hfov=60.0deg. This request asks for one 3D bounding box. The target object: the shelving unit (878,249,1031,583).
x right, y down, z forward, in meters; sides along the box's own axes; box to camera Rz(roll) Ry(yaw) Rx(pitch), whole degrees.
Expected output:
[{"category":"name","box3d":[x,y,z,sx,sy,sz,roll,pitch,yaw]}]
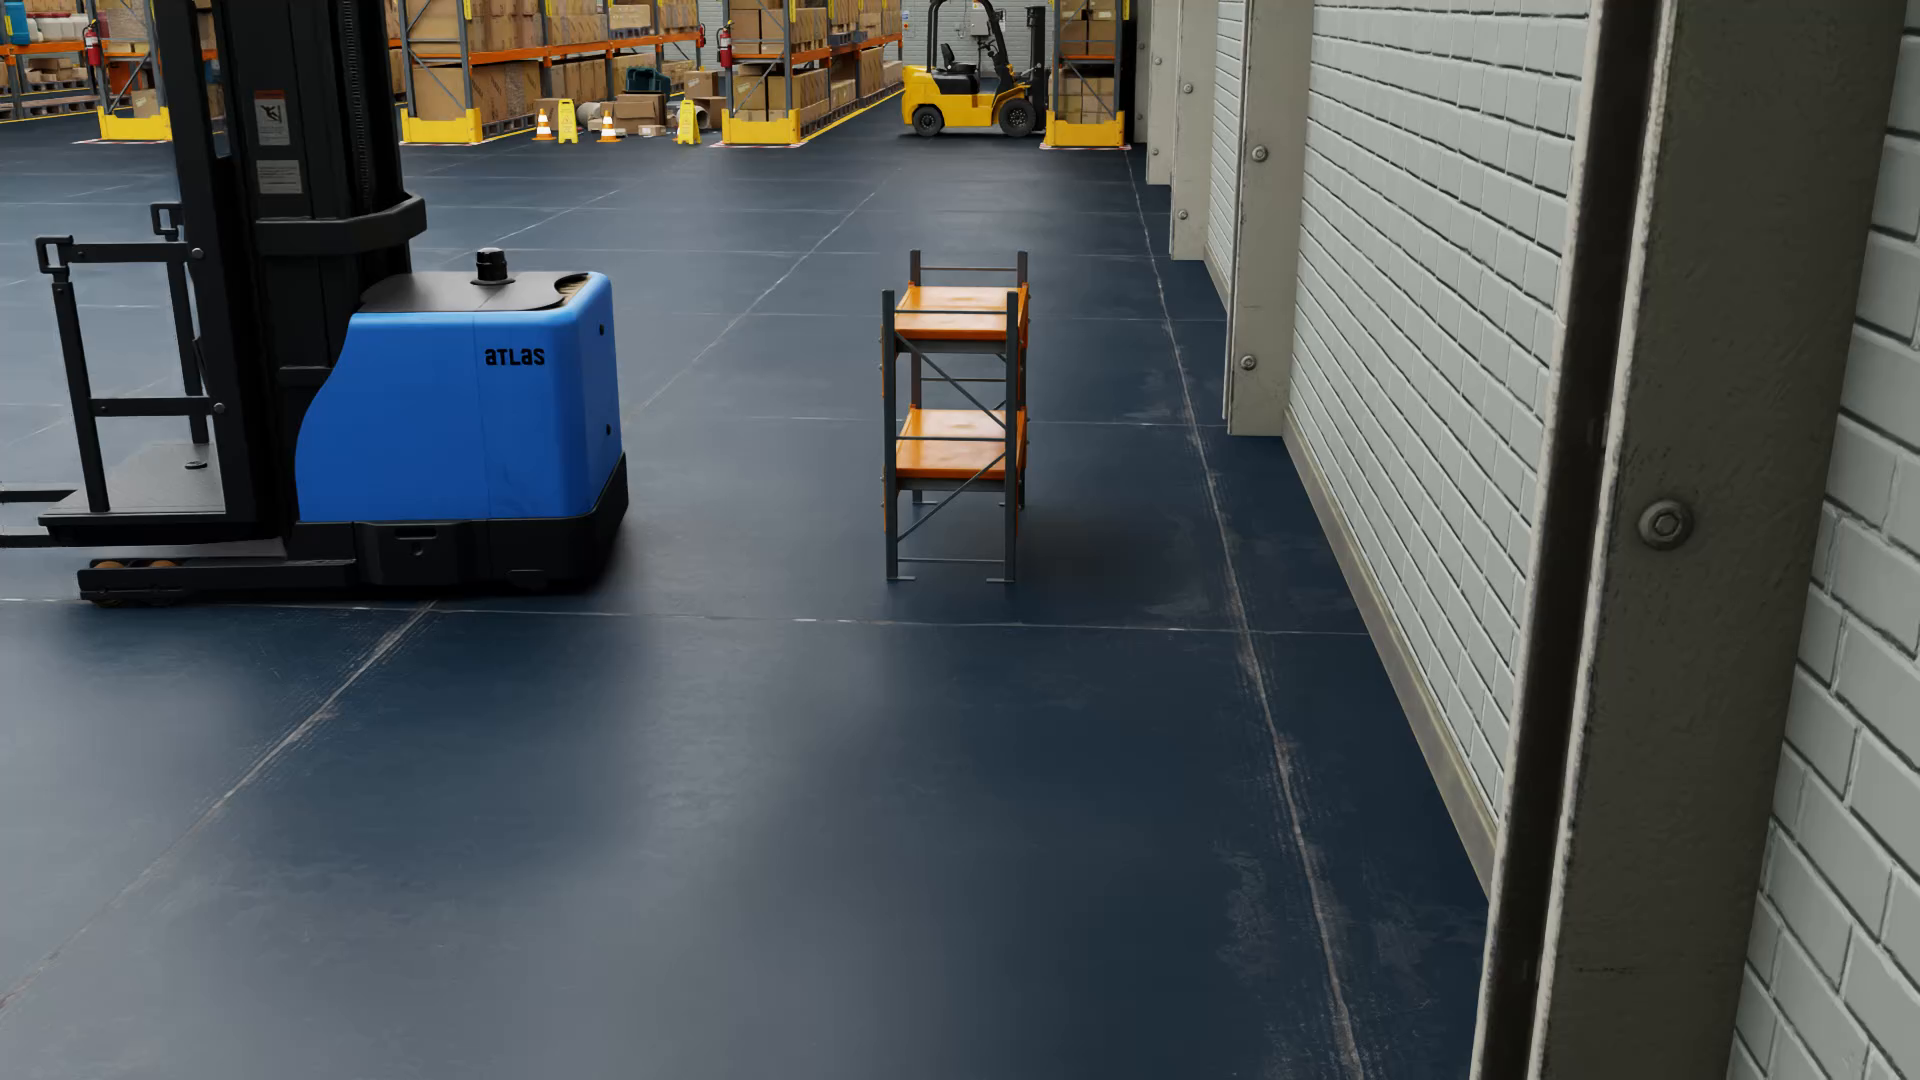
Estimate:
[{"category":"shelving unit","box3d":[0.000,-0.537,6.754,0.538,1.125,1.048,1,18,4]}]

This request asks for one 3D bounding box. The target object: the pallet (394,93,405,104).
[{"category":"pallet","box3d":[-12.237,-9.153,34.517,1.003,0.211,1.213,1,18,4]}]

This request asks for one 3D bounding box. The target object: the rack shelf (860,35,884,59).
[{"category":"rack shelf","box3d":[-2.340,-10.293,34.673,1.077,0.370,4.000,1,18,4]}]

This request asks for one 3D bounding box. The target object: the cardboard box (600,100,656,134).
[{"category":"cardboard box","box3d":[-5.456,-6.945,27.309,0.797,0.503,0.637,-13,22,-34]}]

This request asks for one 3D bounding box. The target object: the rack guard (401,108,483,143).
[{"category":"rack guard","box3d":[-8.003,-6.413,25.691,1.175,0.500,0.348,1,18,4]}]

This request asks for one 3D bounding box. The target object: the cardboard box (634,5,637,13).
[{"category":"cardboard box","box3d":[-7.054,-11.247,35.205,0.380,0.149,0.250,1,18,2]}]

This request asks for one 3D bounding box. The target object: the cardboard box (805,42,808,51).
[{"category":"cardboard box","box3d":[-2.666,-7.993,26.904,0.380,0.149,0.250,1,18,2]}]

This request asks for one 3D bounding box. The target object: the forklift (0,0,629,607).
[{"category":"forklift","box3d":[-2.911,-1.314,6.226,3.031,2.935,1.130,-1,18,-3]}]

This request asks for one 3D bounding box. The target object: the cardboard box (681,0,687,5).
[{"category":"cardboard box","box3d":[-6.704,-12.775,38.848,0.500,0.500,0.500,2,18,7]}]

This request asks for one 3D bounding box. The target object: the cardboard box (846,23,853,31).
[{"category":"cardboard box","box3d":[-2.225,-9.659,31.312,0.380,0.149,0.250,2,18,5]}]

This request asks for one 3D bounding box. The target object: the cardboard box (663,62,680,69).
[{"category":"cardboard box","box3d":[-6.782,-11.132,39.027,0.380,0.149,0.250,1,18,2]}]

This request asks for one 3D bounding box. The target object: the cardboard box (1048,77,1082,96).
[{"category":"cardboard box","box3d":[1.616,-6.937,25.413,0.500,0.250,0.500,2,18,6]}]

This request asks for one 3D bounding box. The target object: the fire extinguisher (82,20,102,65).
[{"category":"fire extinguisher","box3d":[-13.410,-7.688,25.693,0.296,0.674,0.183,1,18,4]}]

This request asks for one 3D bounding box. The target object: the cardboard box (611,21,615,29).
[{"category":"cardboard box","box3d":[-7.175,-10.391,33.546,0.380,0.149,0.250,2,18,7]}]

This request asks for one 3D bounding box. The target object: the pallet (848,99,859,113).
[{"category":"pallet","box3d":[-2.541,-8.446,32.359,1.003,0.211,1.213,1,18,4]}]

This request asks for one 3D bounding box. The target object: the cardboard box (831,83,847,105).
[{"category":"cardboard box","box3d":[-2.639,-8.324,31.056,0.950,0.372,0.625,2,18,6]}]

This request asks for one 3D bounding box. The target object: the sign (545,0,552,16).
[{"category":"sign","box3d":[-7.161,-9.287,28.932,0.100,0.325,0.005,1,18,4]}]

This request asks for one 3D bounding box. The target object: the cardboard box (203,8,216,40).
[{"category":"cardboard box","box3d":[-12.832,-8.577,27.642,0.875,0.500,0.500,1,18,4]}]

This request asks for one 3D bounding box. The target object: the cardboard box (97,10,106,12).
[{"category":"cardboard box","box3d":[-21.436,-12.844,41.143,0.500,0.500,0.500,2,18,6]}]

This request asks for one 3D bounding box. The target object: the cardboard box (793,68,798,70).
[{"category":"cardboard box","box3d":[-3.082,-7.843,28.580,0.500,0.500,0.500,2,18,7]}]

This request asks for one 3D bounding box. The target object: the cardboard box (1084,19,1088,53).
[{"category":"cardboard box","box3d":[1.714,-7.786,25.708,0.500,0.500,0.500,2,18,6]}]

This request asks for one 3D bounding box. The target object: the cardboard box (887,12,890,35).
[{"category":"cardboard box","box3d":[-1.862,-11.600,37.345,0.500,0.500,0.500,1,18,4]}]

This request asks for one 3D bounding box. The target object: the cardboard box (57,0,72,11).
[{"category":"cardboard box","box3d":[-21.538,-12.842,39.533,0.500,0.500,0.500,2,18,6]}]

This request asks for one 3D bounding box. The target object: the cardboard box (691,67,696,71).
[{"category":"cardboard box","box3d":[-6.608,-11.393,40.302,0.380,0.149,0.250,1,18,2]}]

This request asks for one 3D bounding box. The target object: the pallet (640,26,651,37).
[{"category":"pallet","box3d":[-7.341,-11.010,36.014,1.003,0.211,1.213,1,18,4]}]

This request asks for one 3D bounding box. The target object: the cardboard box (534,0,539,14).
[{"category":"cardboard box","box3d":[-7.776,-9.321,28.577,0.875,0.550,0.550,1,18,4]}]

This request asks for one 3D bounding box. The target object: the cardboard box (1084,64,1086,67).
[{"category":"cardboard box","box3d":[2.366,-9.630,33.794,0.380,0.149,0.250,2,18,6]}]

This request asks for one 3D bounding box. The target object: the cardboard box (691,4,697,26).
[{"category":"cardboard box","box3d":[-6.630,-12.621,39.985,0.500,0.500,0.500,2,18,5]}]

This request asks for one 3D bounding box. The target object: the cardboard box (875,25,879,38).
[{"category":"cardboard box","box3d":[-2.015,-10.882,35.555,0.500,0.250,0.500,1,18,3]}]

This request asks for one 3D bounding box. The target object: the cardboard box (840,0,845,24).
[{"category":"cardboard box","box3d":[-2.366,-9.608,30.114,0.500,0.500,0.500,1,18,4]}]

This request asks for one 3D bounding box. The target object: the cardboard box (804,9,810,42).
[{"category":"cardboard box","box3d":[-2.677,-8.178,26.425,0.500,0.500,0.500,1,18,3]}]

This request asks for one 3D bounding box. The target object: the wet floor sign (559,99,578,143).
[{"category":"wet floor sign","box3d":[-6.029,-6.436,25.529,0.267,0.644,0.232,-2,18,-6]}]

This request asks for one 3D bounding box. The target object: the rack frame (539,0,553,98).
[{"category":"rack frame","box3d":[-7.715,-8.850,29.116,1.000,3.000,0.127,1,18,4]}]

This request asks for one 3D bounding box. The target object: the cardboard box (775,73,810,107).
[{"category":"cardboard box","box3d":[-2.689,-7.192,26.593,0.500,0.500,0.500,1,18,2]}]

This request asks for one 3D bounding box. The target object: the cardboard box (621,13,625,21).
[{"category":"cardboard box","box3d":[-7.124,-10.783,34.265,0.380,0.149,0.250,1,18,4]}]

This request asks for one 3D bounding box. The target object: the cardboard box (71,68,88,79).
[{"category":"cardboard box","box3d":[-21.567,-11.375,40.531,0.500,0.250,0.500,1,18,4]}]

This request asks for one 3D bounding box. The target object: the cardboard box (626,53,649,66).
[{"category":"cardboard box","box3d":[-6.993,-10.307,35.696,0.500,0.250,0.500,2,18,7]}]

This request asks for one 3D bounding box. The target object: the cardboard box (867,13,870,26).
[{"category":"cardboard box","box3d":[-2.115,-10.647,34.036,0.500,0.250,0.500,1,18,4]}]

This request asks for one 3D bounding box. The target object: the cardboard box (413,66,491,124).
[{"category":"cardboard box","box3d":[-8.019,-7.010,26.237,0.875,0.875,0.875,1,18,4]}]

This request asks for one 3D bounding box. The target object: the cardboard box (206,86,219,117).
[{"category":"cardboard box","box3d":[-12.808,-7.336,27.834,0.500,0.500,0.500,3,18,9]}]

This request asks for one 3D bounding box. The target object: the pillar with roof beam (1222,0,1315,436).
[{"category":"pillar with roof beam","box3d":[-2.741,-4.972,7.645,9.100,9.000,0.400,1,18,4]}]

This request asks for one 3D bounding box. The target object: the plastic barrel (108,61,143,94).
[{"category":"plastic barrel","box3d":[-17.290,-9.666,34.416,0.600,0.830,0.708,1,18,4]}]

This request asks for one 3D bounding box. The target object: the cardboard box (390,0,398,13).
[{"category":"cardboard box","box3d":[-12.209,-11.397,35.115,0.797,0.503,0.637,2,18,6]}]

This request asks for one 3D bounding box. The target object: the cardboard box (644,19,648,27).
[{"category":"cardboard box","box3d":[-6.990,-11.207,36.036,0.380,0.149,0.250,1,18,4]}]

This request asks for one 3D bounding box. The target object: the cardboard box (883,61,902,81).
[{"category":"cardboard box","box3d":[-1.858,-11.273,39.950,0.875,0.438,0.875,1,18,2]}]

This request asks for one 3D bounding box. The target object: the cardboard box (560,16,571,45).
[{"category":"cardboard box","box3d":[-7.373,-9.212,30.059,0.500,0.500,0.500,1,18,4]}]

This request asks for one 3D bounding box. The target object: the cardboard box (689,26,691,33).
[{"category":"cardboard box","box3d":[-6.654,-12.196,39.729,0.380,0.149,0.250,1,18,3]}]

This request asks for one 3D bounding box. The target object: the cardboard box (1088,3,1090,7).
[{"category":"cardboard box","box3d":[2.660,-10.307,32.727,0.500,0.500,0.500,2,18,7]}]

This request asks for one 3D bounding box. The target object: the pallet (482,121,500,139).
[{"category":"pallet","box3d":[-8.022,-6.533,26.522,1.003,0.211,1.213,1,18,4]}]

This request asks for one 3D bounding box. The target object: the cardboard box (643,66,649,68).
[{"category":"cardboard box","box3d":[-6.980,-9.952,35.817,0.500,0.500,0.500,1,18,3]}]

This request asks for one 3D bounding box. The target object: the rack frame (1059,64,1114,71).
[{"category":"rack frame","box3d":[2.181,-8.662,28.540,1.000,3.000,0.127,1,18,4]}]

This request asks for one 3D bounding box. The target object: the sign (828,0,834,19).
[{"category":"sign","box3d":[-2.229,-9.173,28.710,0.100,0.325,0.005,1,18,4]}]
